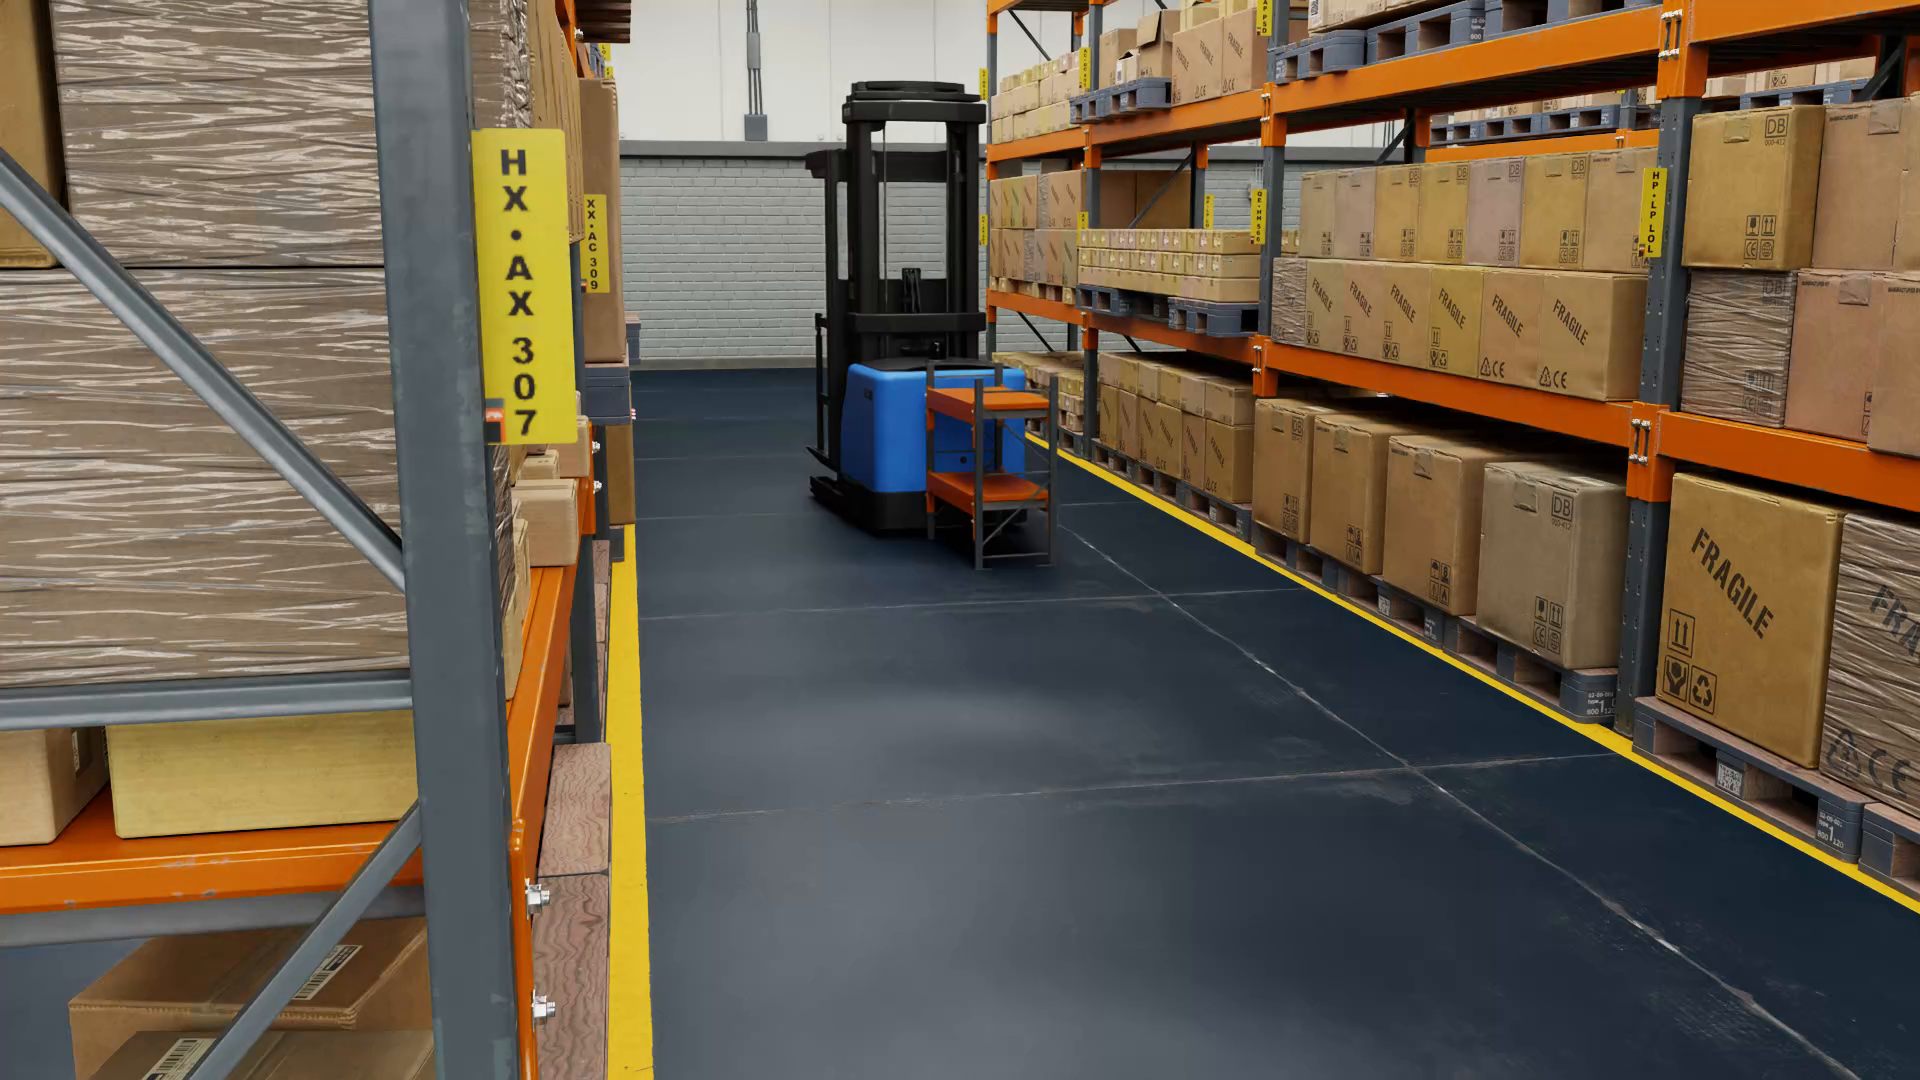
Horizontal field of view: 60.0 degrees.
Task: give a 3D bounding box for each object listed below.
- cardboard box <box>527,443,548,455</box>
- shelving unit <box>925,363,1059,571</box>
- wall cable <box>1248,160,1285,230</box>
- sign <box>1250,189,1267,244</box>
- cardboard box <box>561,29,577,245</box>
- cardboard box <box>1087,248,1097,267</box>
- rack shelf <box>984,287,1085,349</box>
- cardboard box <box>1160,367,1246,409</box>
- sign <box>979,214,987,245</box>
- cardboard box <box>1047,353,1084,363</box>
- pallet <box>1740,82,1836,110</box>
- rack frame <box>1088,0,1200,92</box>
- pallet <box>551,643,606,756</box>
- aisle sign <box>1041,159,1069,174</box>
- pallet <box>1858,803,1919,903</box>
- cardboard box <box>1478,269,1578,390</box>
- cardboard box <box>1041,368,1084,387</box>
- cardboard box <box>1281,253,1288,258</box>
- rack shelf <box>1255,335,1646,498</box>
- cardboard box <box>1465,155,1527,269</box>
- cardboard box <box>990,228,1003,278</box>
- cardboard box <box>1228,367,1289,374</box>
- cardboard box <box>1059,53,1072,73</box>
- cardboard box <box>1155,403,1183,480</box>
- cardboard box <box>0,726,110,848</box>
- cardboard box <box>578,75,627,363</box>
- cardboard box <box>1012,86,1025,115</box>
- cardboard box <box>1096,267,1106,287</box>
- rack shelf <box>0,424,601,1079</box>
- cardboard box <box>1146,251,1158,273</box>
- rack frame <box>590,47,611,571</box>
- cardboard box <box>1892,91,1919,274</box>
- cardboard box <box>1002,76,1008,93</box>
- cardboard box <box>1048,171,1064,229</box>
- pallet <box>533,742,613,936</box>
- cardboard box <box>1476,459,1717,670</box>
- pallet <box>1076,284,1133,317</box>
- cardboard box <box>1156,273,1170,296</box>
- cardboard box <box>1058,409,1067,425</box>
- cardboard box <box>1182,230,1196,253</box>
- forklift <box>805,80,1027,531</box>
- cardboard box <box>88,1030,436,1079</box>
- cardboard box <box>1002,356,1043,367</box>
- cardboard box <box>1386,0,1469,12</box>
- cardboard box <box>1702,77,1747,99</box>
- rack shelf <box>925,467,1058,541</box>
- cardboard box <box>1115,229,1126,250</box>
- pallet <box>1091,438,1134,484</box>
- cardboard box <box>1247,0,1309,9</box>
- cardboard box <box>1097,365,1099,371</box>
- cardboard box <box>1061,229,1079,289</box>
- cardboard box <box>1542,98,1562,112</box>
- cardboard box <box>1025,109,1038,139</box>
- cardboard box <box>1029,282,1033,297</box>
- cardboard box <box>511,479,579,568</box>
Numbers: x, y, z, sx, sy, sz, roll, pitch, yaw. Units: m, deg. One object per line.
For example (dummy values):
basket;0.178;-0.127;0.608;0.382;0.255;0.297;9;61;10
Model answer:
cardboard box;-1.482;-0.480;4.135;0.875;0.500;0.500;-2;11;-11
shelving unit;0.179;-0.476;10.188;0.538;1.125;1.048;-3;11;-17
wall cable;4.500;-4.660;24.356;0.585;1.953;0.123;-2;11;-11
sign;1.809;-1.955;10.060;0.100;0.325;0.005;-2;11;-11
cardboard box;-1.215;-0.981;4.093;0.500;0.500;0.500;-2;11;-11
cardboard box;1.239;-2.273;13.367;0.380;0.149;0.250;-2;11;-12
rack shelf;1.172;-2.193;16.122;1.077;0.370;4.000;-2;11;-11
cardboard box;1.757;-1.095;11.984;0.500;0.250;0.500;-2;11;-10
sign;0.251;-3.319;17.797;0.100;0.325;0.005;-2;11;-11
cardboard box;1.127;-1.876;17.439;0.380;0.149;0.250;-2;11;-10
pallet;6.777;-3.347;12.741;1.003;0.211;1.213;-2;11;-8
rack frame;1.561;-5.127;13.567;1.000;3.000;0.127;-2;11;-11
pallet;-1.921;0.676;6.579;1.003;0.211;1.213;-2;11;-11
aisle sign;1.063;-4.215;17.867;0.394;0.787;0.004;-2;11;-11
pallet;3.429;1.024;4.754;1.003;0.211;1.213;-2;11;-11
cardboard box;2.655;-0.940;7.348;0.500;0.500;0.500;-2;11;-12
cardboard box;0.976;-1.521;15.578;0.380;0.149;0.250;-3;11;-14
cardboard box;2.332;-1.870;11.251;0.380;0.149;0.250;-2;11;-13
rack shelf;2.728;-0.726;8.413;1.077;0.370;4.000;-2;11;-11
cardboard box;2.815;-1.531;7.776;0.700;0.500;0.500;-2;11;-11
cardboard box;0.600;-3.016;17.459;0.500;0.500;0.500;-2;11;-8
cardboard box;2.260;-1.113;12.076;0.500;0.250;0.500;-2;11;-11
cardboard box;1.082;-4.160;14.506;0.380;0.149;0.250;-2;11;-11
cardboard box;1.739;-0.728;12.059;0.500;0.500;0.500;-3;11;-14
cardboard box;-1.248;0.261;1.973;0.380;0.149;0.250;-2;11;-11
cardboard box;-1.785;-1.203;6.265;1.000;1.000;1.000;-2;11;-11
cardboard box;0.803;-4.280;16.204;0.500;0.250;0.500;-2;11;-10
cardboard box;1.291;-2.077;13.137;0.380;0.149;0.250;-2;11;-11
rack shelf;-1.379;0.169;3.709;1.077;0.370;4.000;-2;11;-11
cardboard box;1.544;-1.986;11.861;0.380;0.149;0.250;-2;11;-10
rack frame;-2.546;-1.285;9.423;1.000;3.000;0.127;-2;11;-11
cardboard box;3.346;-1.047;4.887;0.875;0.550;0.550;-2;11;-11
cardboard box;0.636;-4.587;16.751;0.380;0.149;0.250;-2;11;-11
cardboard box;1.099;-3.037;14.895;0.500;0.500;0.500;-2;11;-13
pallet;-1.602;0.941;5.189;1.003;0.211;1.213;-2;11;-11
cardboard box;2.908;0.076;7.171;1.050;0.750;0.750;-2;11;-11
pallet;1.567;-1.940;13.381;1.003;0.211;1.213;-2;11;-11
cardboard box;1.597;-1.791;11.632;0.380;0.149;0.250;-3;11;-14
cardboard box;1.068;-1.142;15.176;0.380;0.149;0.250;-2;11;-13
cardboard box;1.697;-1.989;11.081;0.380;0.149;0.250;-2;11;-9
forklift;-0.475;-1.730;11.945;1.130;2.935;3.031;-3;11;-17
cardboard box;-1.095;1.089;2.513;0.500;0.500;0.500;0;11;0
cardboard box;0.647;-1.806;17.074;0.380;0.149;0.250;-2;11;-11
cardboard box;2.462;-2.805;8.235;0.500;0.311;0.500;-2;11;-12
cardboard box;6.300;-3.699;13.587;0.380;0.166;0.250;-3;11;-15
rack shelf;0.179;-0.236;10.234;0.538;0.278;1.000;-3;11;-17
cardboard box;1.391;-2.275;12.586;0.380;0.149;0.250;-2;11;-11
pallet;1.714;-0.667;13.638;1.003;0.211;1.213;-2;11;-11
cardboard box;2.006;-3.410;10.252;0.396;0.266;0.258;-2;11;-11
cardboard box;1.428;-1.590;15.936;0.380;0.149;0.250;-3;11;-13
cardboard box;1.190;-2.454;14.503;0.500;0.500;0.500;-2;11;-11
cardboard box;6.103;-4.404;16.125;0.797;0.503;0.637;-1;11;-7
cardboard box;0.921;-3.936;15.733;0.500;0.250;0.500;-2;11;-11
cardboard box;0.878;-2.435;16.137;0.380;0.149;0.250;-2;11;-9
cardboard box;-1.008;-0.033;3.522;0.380;0.149;0.250;-2;11;-11
